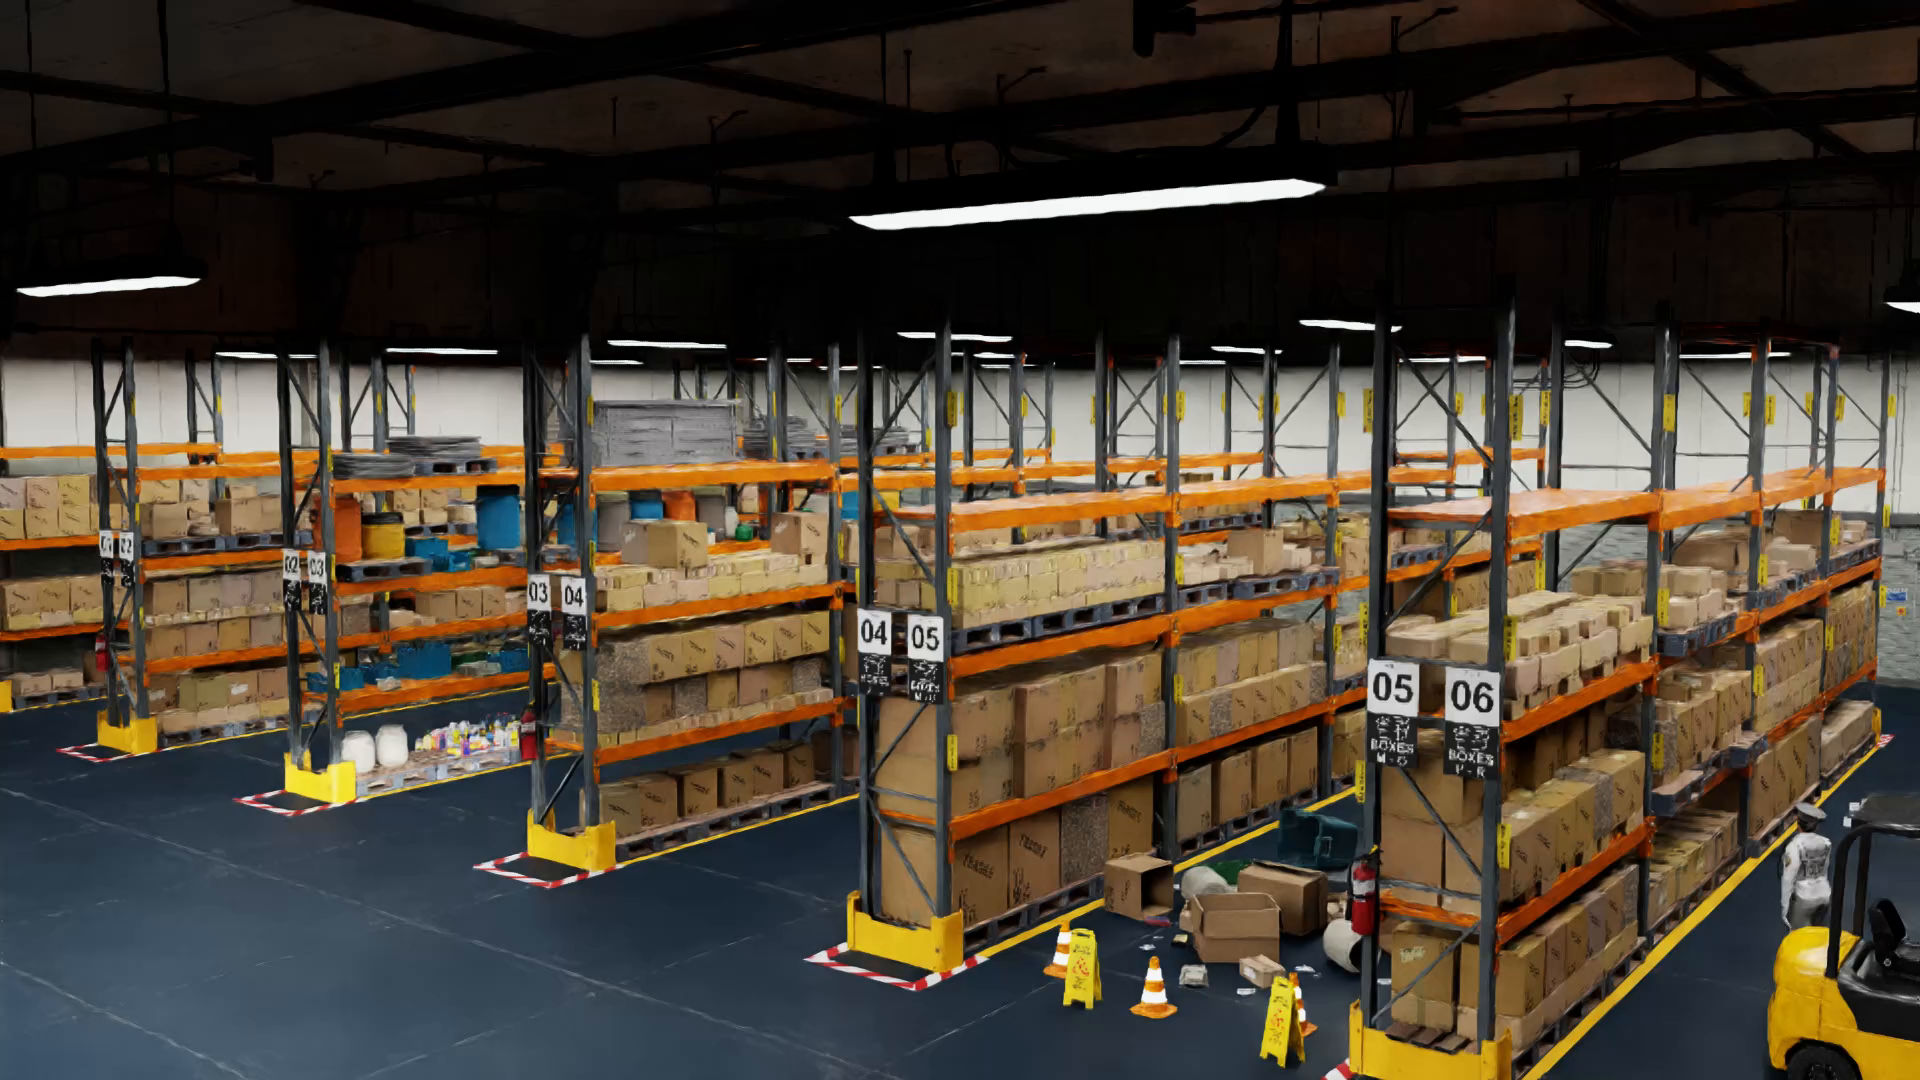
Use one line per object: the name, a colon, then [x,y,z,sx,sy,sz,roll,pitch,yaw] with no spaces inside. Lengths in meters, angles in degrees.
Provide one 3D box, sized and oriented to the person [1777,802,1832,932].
person: [7.177,3.084,14.219,0.525,1.677,0.455,-2,5,-22]
